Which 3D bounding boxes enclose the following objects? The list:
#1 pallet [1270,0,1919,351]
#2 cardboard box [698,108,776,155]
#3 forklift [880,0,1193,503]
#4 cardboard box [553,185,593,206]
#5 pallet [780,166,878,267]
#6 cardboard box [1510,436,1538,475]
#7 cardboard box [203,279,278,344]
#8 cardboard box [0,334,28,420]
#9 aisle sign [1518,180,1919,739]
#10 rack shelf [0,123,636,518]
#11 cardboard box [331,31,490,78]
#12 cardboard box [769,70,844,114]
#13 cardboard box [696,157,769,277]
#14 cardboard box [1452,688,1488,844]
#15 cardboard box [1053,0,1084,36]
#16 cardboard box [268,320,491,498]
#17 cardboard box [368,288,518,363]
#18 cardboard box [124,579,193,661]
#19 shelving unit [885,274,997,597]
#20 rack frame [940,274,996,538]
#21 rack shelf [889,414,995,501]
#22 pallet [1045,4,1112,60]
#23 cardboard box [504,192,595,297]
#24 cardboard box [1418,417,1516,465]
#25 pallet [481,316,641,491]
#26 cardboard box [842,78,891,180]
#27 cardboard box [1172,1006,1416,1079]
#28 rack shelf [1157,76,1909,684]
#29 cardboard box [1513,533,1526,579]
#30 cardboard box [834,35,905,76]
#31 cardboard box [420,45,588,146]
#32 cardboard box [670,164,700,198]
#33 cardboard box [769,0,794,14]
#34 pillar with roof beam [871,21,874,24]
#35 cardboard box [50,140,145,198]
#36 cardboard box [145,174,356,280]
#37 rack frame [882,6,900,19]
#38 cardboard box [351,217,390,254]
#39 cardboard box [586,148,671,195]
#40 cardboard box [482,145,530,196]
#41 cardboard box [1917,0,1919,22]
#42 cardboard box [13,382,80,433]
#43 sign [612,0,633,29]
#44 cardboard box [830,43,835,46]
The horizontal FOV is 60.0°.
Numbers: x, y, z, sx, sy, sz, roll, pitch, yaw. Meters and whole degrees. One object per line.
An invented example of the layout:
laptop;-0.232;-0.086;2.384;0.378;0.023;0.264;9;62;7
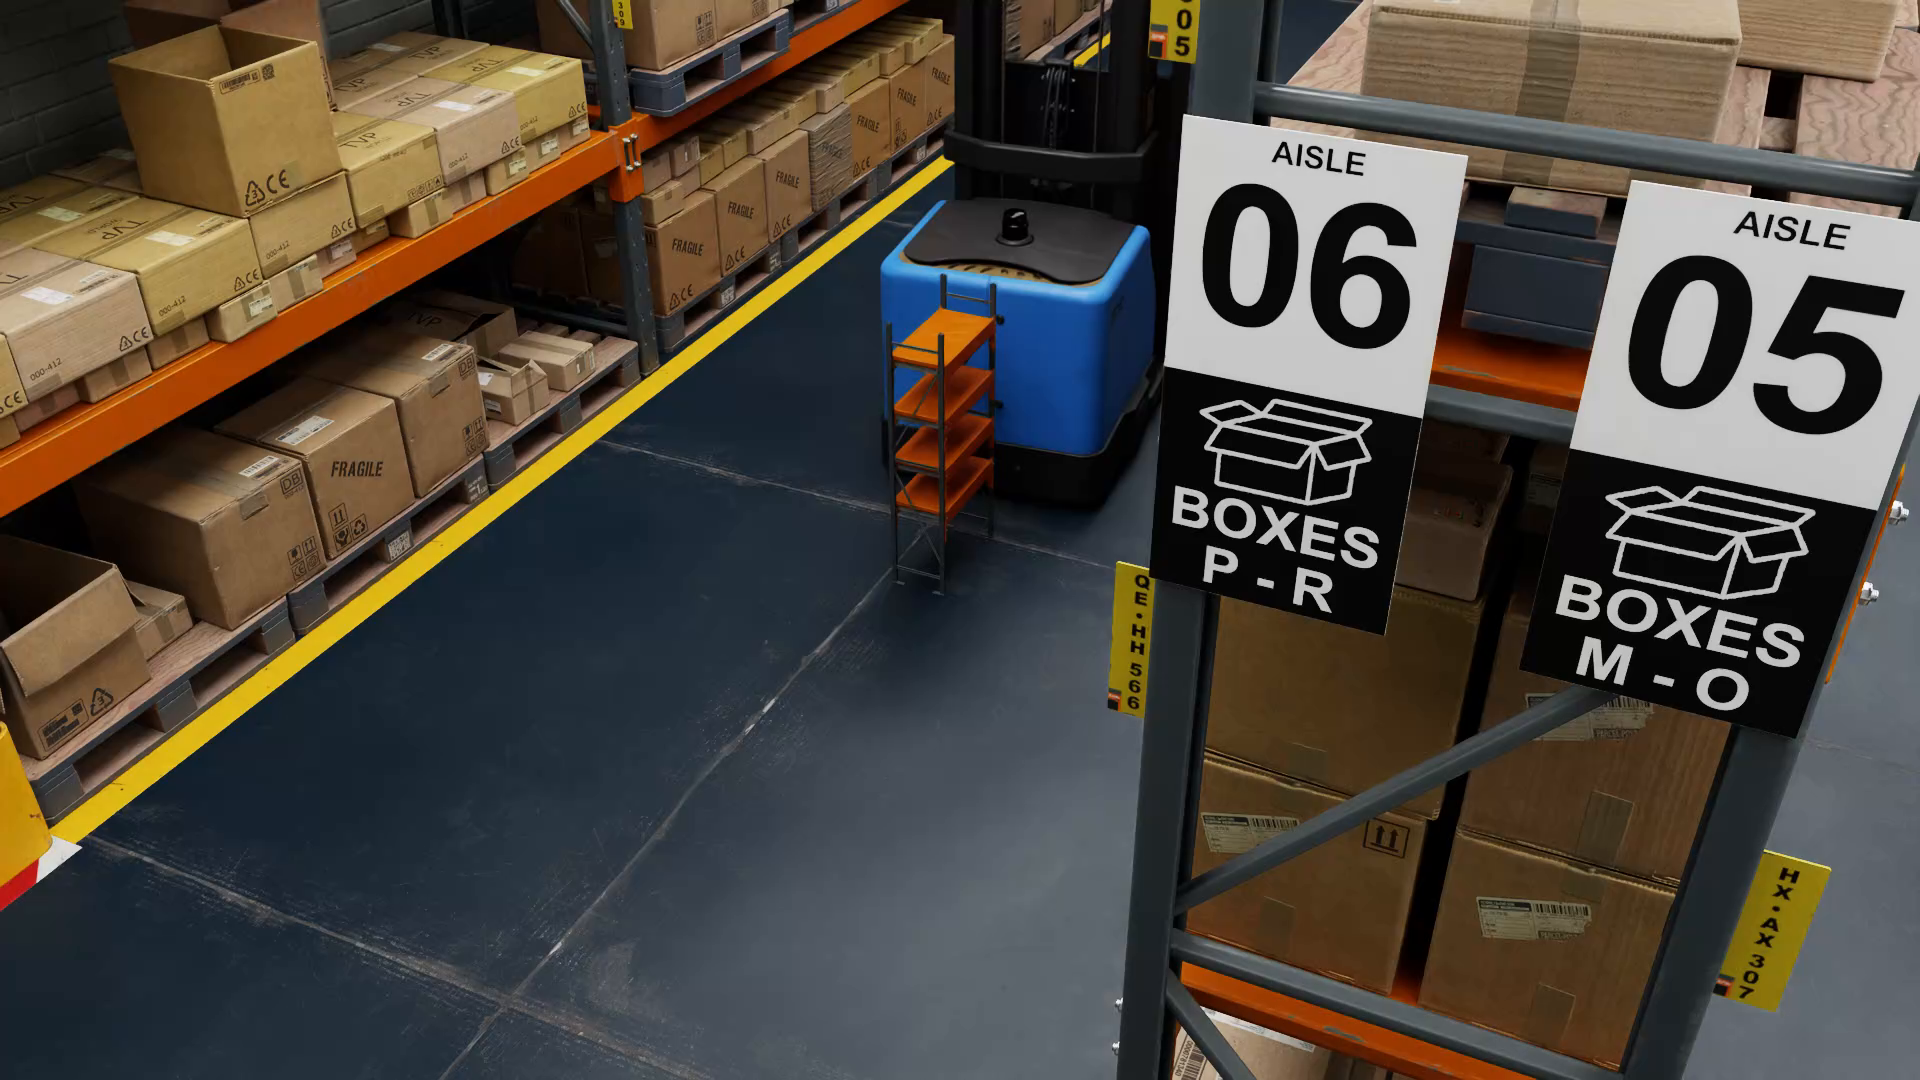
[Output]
pallet;1.106;-0.690;2.912;1.003;0.211;1.213;14;36;20
cardboard box;-1.256;-2.291;9.313;0.380;0.149;0.250;14;36;20
forklift;0.595;-2.191;7.918;1.130;2.935;3.031;11;35;16
cardboard box;-2.140;-1.881;8.688;0.380;0.149;0.250;13;35;19
pallet;-1.217;-2.087;10.241;1.003;0.211;1.213;14;36;20
cardboard box;0.982;-0.122;3.698;0.500;0.500;0.500;14;36;21
cardboard box;-2.734;-0.863;6.060;0.380;0.149;0.250;13;35;19
cardboard box;-3.271;-0.463;5.087;0.500;0.250;0.500;14;36;21
aisle sign;1.038;-0.085;2.274;0.394;0.787;0.004;14;36;20
rack shelf;-2.868;-0.933;6.593;1.077;0.370;4.000;14;36;20
cardboard box;-2.484;-2.107;7.593;0.500;0.250;0.500;14;36;20
cardboard box;-0.915;-2.665;9.884;0.380;0.149;0.250;12;35;18
cardboard box;-1.411;-1.817;9.182;0.500;0.500;0.500;14;36;20
cardboard box;1.453;0.426;3.774;0.500;0.500;0.500;14;36;20
cardboard box;0.463;-4.375;12.969;0.875;0.625;0.625;13;35;19
cardboard box;-2.536;-0.585;7.303;0.700;0.500;0.500;13;35;19
cardboard box;-2.523;-1.006;8.118;0.500;0.311;0.500;15;36;22
cardboard box;-3.150;0.293;6.284;0.380;0.149;0.250;13;35;19
shelving unit;-0.069;-0.419;6.795;0.258;1.200;0.503;14;36;20
rack frame;0.033;-0.541;6.981;0.240;1.200;0.015;14;36;20
rack shelf;-0.069;-0.363;6.832;0.258;0.148;0.480;14;36;20
pallet;0.533;-4.062;13.253;1.003;0.211;1.213;14;36;20
cardboard box;-2.095;-1.672;8.962;0.500;0.500;0.500;14;36;20
cardboard box;0.857;-0.189;3.207;0.380;0.149;0.250;15;36;21
pallet;-2.320;-0.722;8.158;1.003;0.211;1.213;14;36;20
cardboard box;-0.775;-2.584;10.352;0.500;0.500;0.500;16;36;23
cardboard box;0.990;1.444;4.267;0.875;0.438;0.875;13;35;19
rack shelf;1.642;-1.050;4.037;1.077;0.370;4.000;14;36;20
cardboard box;1.196;0.052;4.345;0.500;0.500;0.500;15;36;22
cardboard box;-0.571;-3.055;10.479;0.380;0.149;0.250;13;35;19
cardboard box;-2.023;-1.982;7.402;0.500;0.250;0.500;15;36;22
cardboard box;-1.594;-1.905;8.724;0.380;0.149;0.250;13;35;19
cardboard box;-1.102;-2.953;8.758;0.396;0.266;0.258;16;36;23
pillar with roof beam;3.279;-6.599;9.108;9.100;9.000;0.400;14;36;20
cardboard box;-3.107;-1.352;6.441;0.500;0.250;0.500;14;36;20
cardboard box;-2.656;-1.227;6.252;0.500;0.250;0.500;13;36;19
rack frame;-0.358;-4.222;10.953;1.000;3.000;0.127;14;36;20
cardboard box;-2.537;-1.277;6.692;0.380;0.149;0.250;15;36;21
cardboard box;-1.695;-1.887;8.426;0.380;0.149;0.250;14;36;20
cardboard box;-2.112;-1.638;7.242;0.380;0.149;0.250;15;36;22
cardboard box;7.509;-4.254;13.280;0.500;0.500;0.500;-15;36;-21
cardboard box;-3.176;-0.509;5.520;0.380;0.149;0.250;14;36;20
sign;-1.536;-2.471;7.494;0.100;0.325;0.005;14;36;20
cardboard box;-1.026;-3.167;10.649;0.380;0.149;0.250;15;36;21
